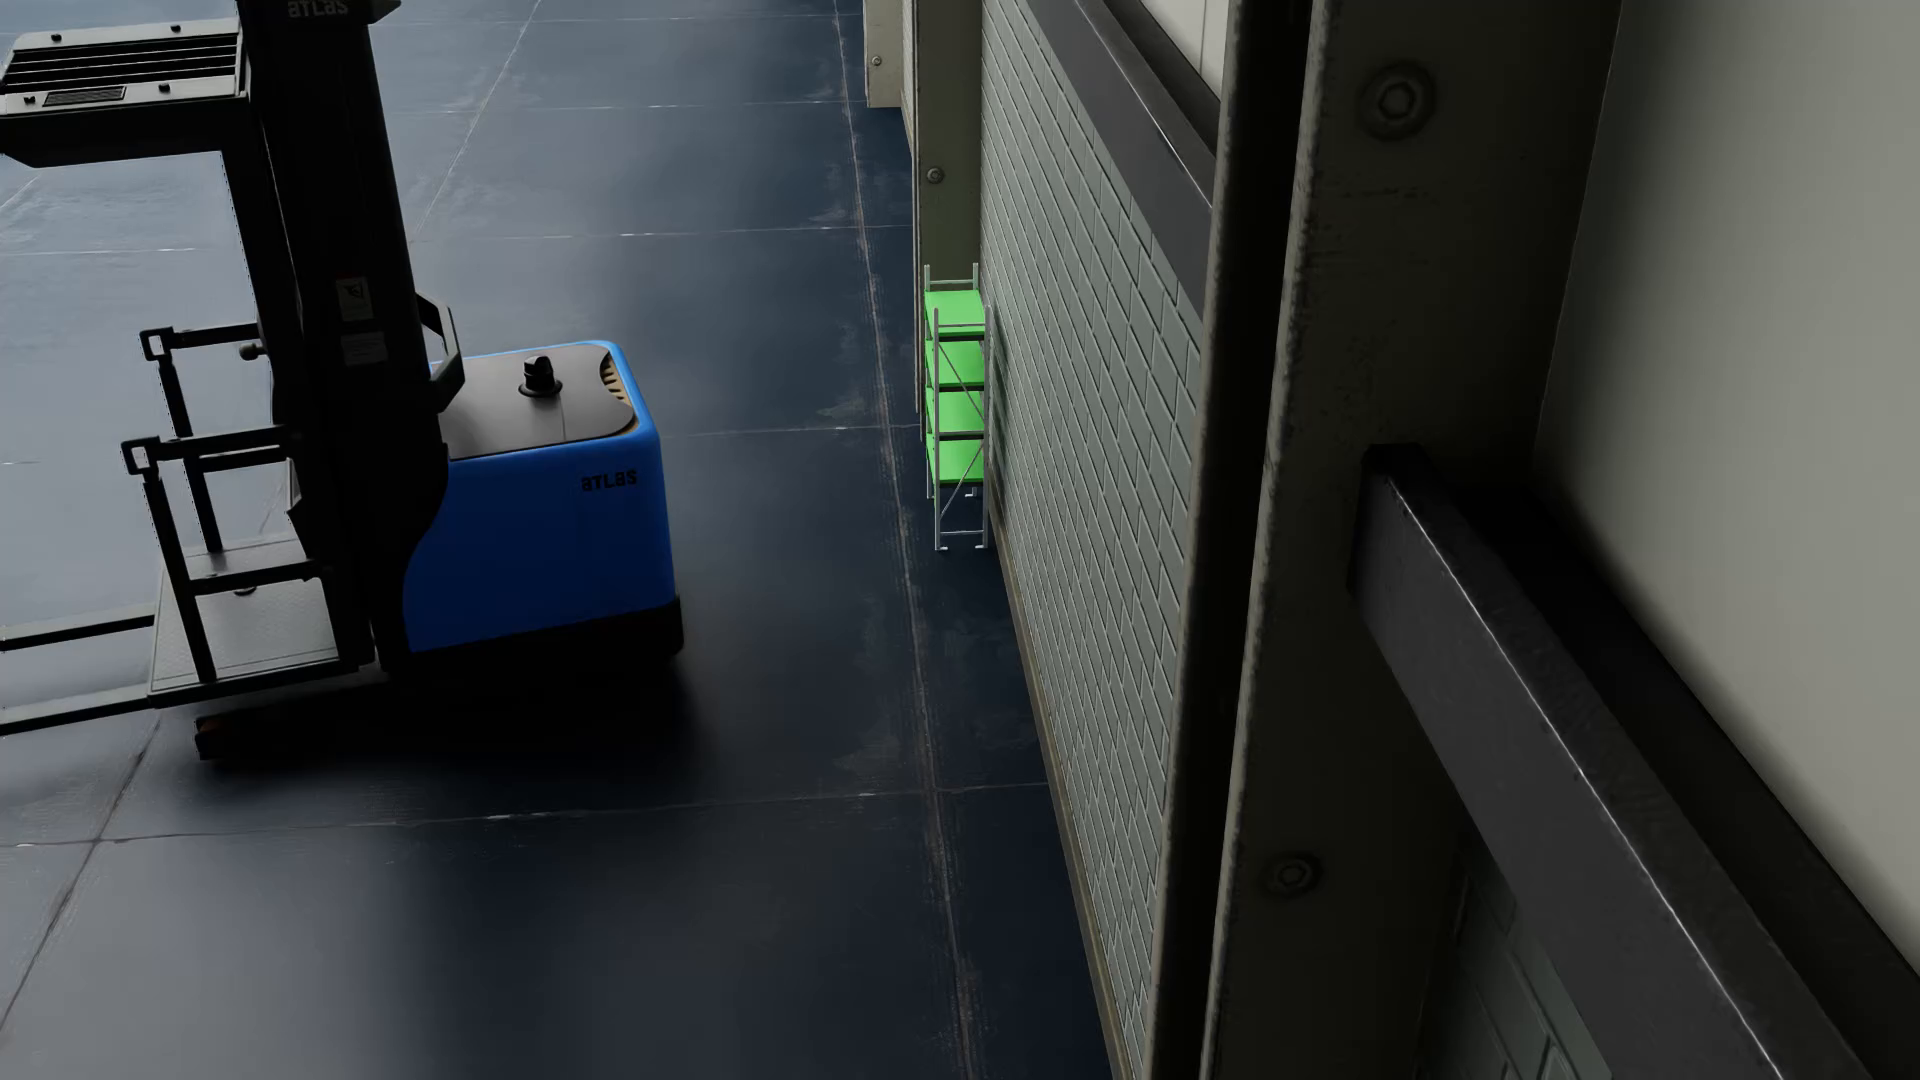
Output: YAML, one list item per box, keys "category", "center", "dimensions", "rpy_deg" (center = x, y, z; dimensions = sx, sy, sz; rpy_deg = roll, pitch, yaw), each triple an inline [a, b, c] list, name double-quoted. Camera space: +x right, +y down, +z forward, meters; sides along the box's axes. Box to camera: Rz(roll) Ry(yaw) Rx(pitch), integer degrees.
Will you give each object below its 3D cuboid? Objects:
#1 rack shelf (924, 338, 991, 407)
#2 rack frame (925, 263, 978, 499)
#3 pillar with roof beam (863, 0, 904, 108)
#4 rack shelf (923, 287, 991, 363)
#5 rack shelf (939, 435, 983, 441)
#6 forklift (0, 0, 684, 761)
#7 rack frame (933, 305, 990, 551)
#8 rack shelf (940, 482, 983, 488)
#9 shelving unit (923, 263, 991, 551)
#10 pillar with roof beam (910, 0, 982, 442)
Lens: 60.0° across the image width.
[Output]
- category: "rack shelf"
  center: [-0.016, -0.751, 7.494]
  dimensions: [0.258, 0.148, 0.480]
  rpy_deg: [-3, 31, -5]
- category: "rack frame"
  center: [-0.038, -0.724, 7.792]
  dimensions: [0.240, 1.200, 0.015]
  rpy_deg: [-3, 31, -5]
- category: "pillar with roof beam"
  center: [-4.911, -7.335, 11.255]
  dimensions: [9.100, 9.000, 0.400]
  rpy_deg: [-3, 31, -5]
- category: "rack shelf"
  center: [-0.016, -0.957, 7.370]
  dimensions: [0.258, 0.148, 0.480]
  rpy_deg: [-3, 31, -5]
- category: "rack shelf"
  center: [-0.015, -0.569, 7.602]
  dimensions: [0.199, 0.029, 0.442]
  rpy_deg: [-3, 31, -5]
- category: "forklift"
  center: [-2.716, -0.722, 6.101]
  dimensions: [3.031, 2.935, 1.130]
  rpy_deg: [-10, 32, -17]
- category: "rack frame"
  center: [0.007, -0.475, 7.375]
  dimensions: [0.240, 1.200, 0.015]
  rpy_deg: [-3, 31, -5]
- category: "rack shelf"
  center: [-0.015, -0.363, 7.725]
  dimensions: [0.199, 0.029, 0.442]
  rpy_deg: [-3, 31, -5]
- category: "shelving unit"
  center: [-0.015, -0.600, 7.584]
  dimensions: [0.258, 1.200, 0.503]
  rpy_deg: [-3, 31, -5]
- category: "pillar with roof beam"
  center: [-4.351, -4.272, 6.127]
  dimensions: [9.100, 9.000, 0.400]
  rpy_deg: [-3, 31, -5]
